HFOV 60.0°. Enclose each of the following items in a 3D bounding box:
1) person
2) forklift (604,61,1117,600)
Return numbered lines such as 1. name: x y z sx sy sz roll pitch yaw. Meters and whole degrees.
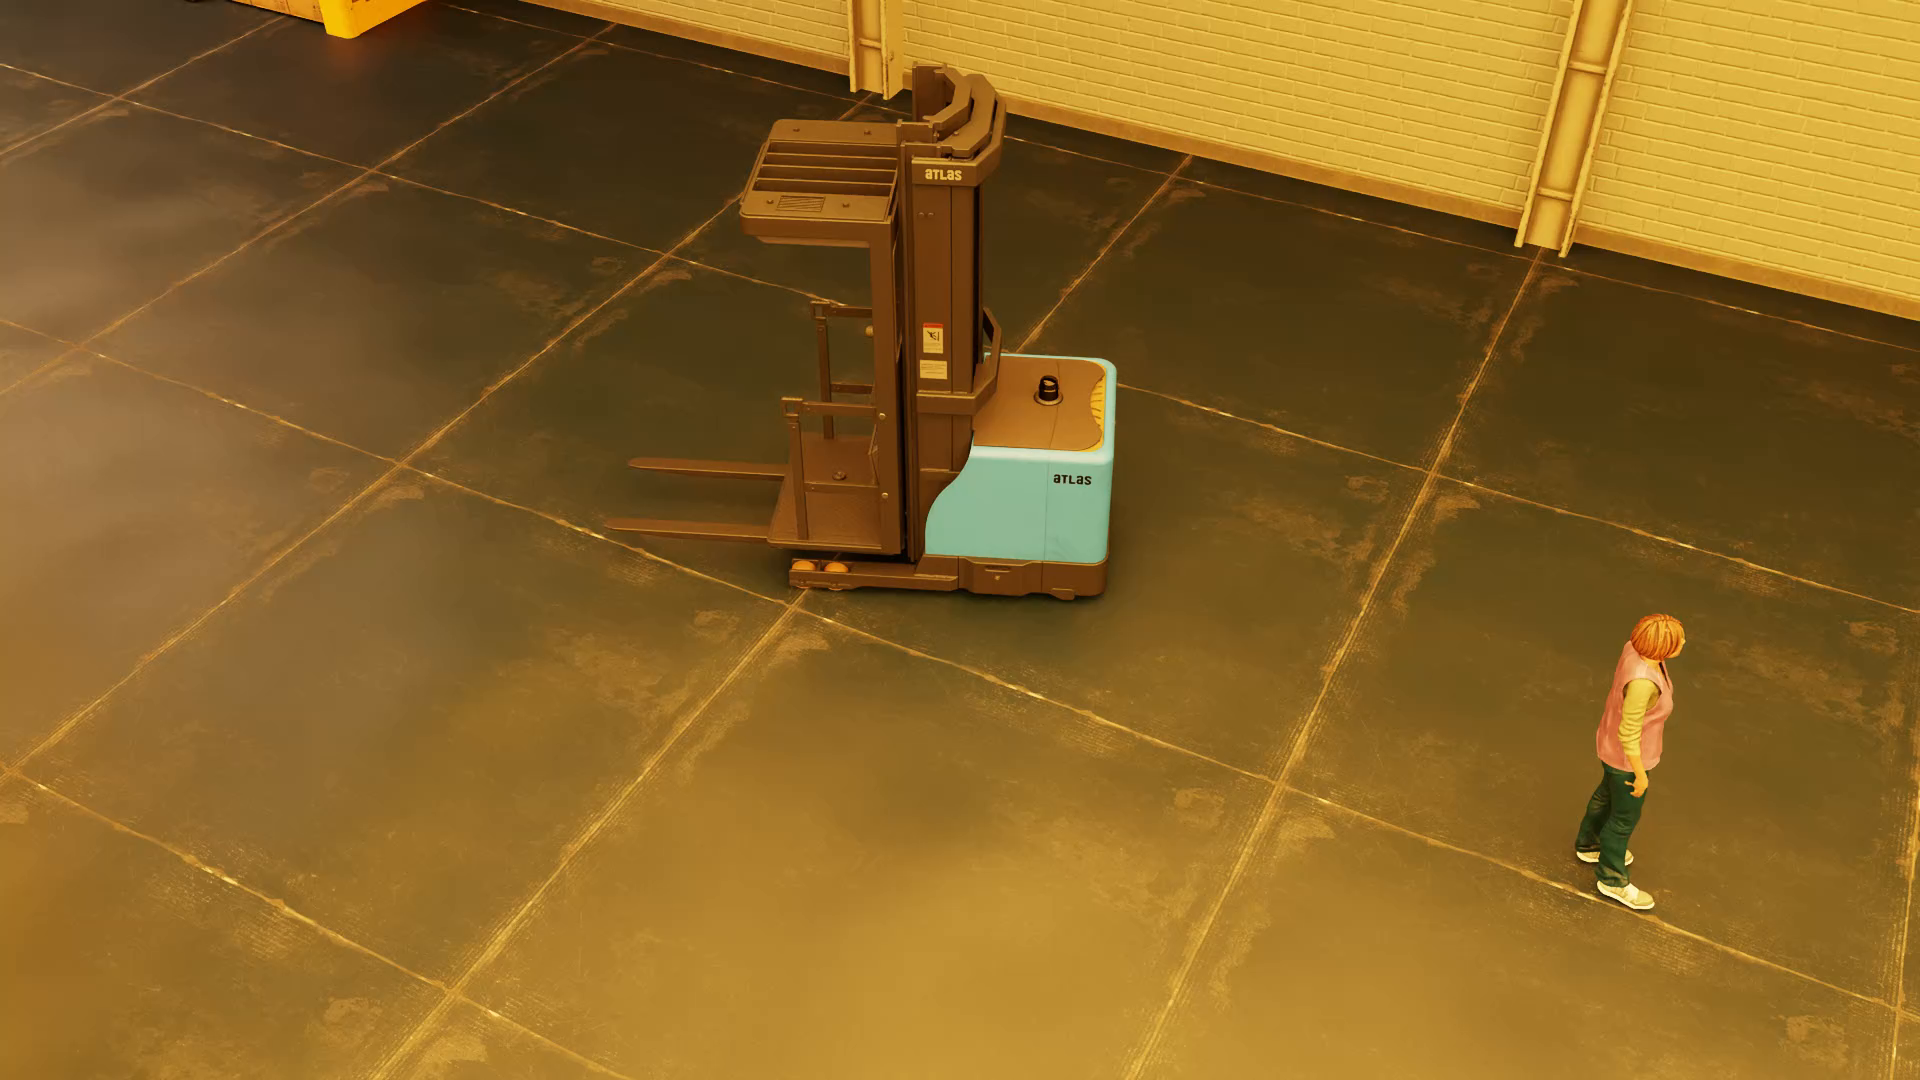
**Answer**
1. person: 3.221 1.005 7.818 0.473 1.598 0.521 11 41 13
2. forklift: -0.606 -1.157 9.360 3.031 2.935 1.130 3 40 4
